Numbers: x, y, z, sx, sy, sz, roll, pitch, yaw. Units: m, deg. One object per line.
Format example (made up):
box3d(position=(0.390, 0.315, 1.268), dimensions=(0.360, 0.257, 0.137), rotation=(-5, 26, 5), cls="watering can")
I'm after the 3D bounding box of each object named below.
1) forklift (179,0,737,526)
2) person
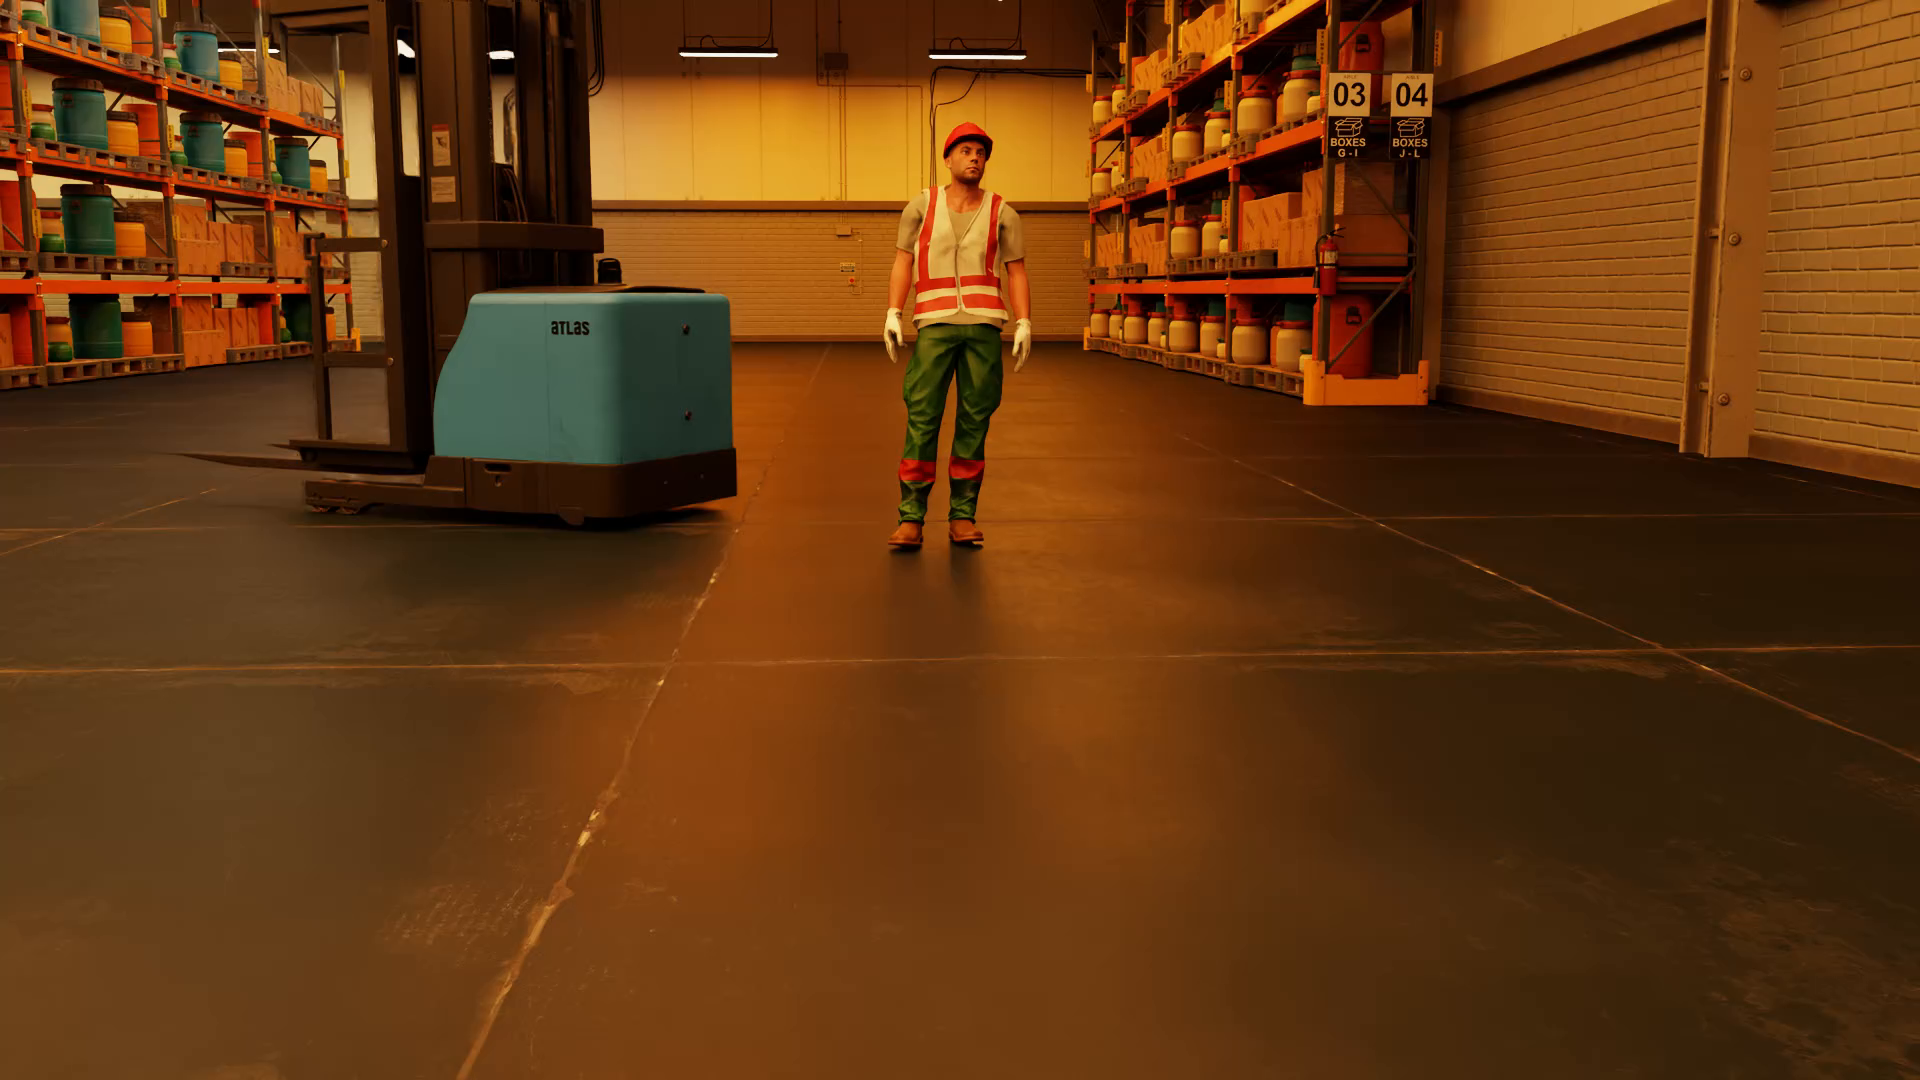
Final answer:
box3d(position=(-2.673, -1.638, 8.359), dimensions=(3.031, 2.935, 1.130), rotation=(4, 9, 26), cls="forklift")
box3d(position=(-0.006, -0.880, 7.097), dimensions=(0.638, 1.789, 0.562), rotation=(-1, 8, -4), cls="person")
